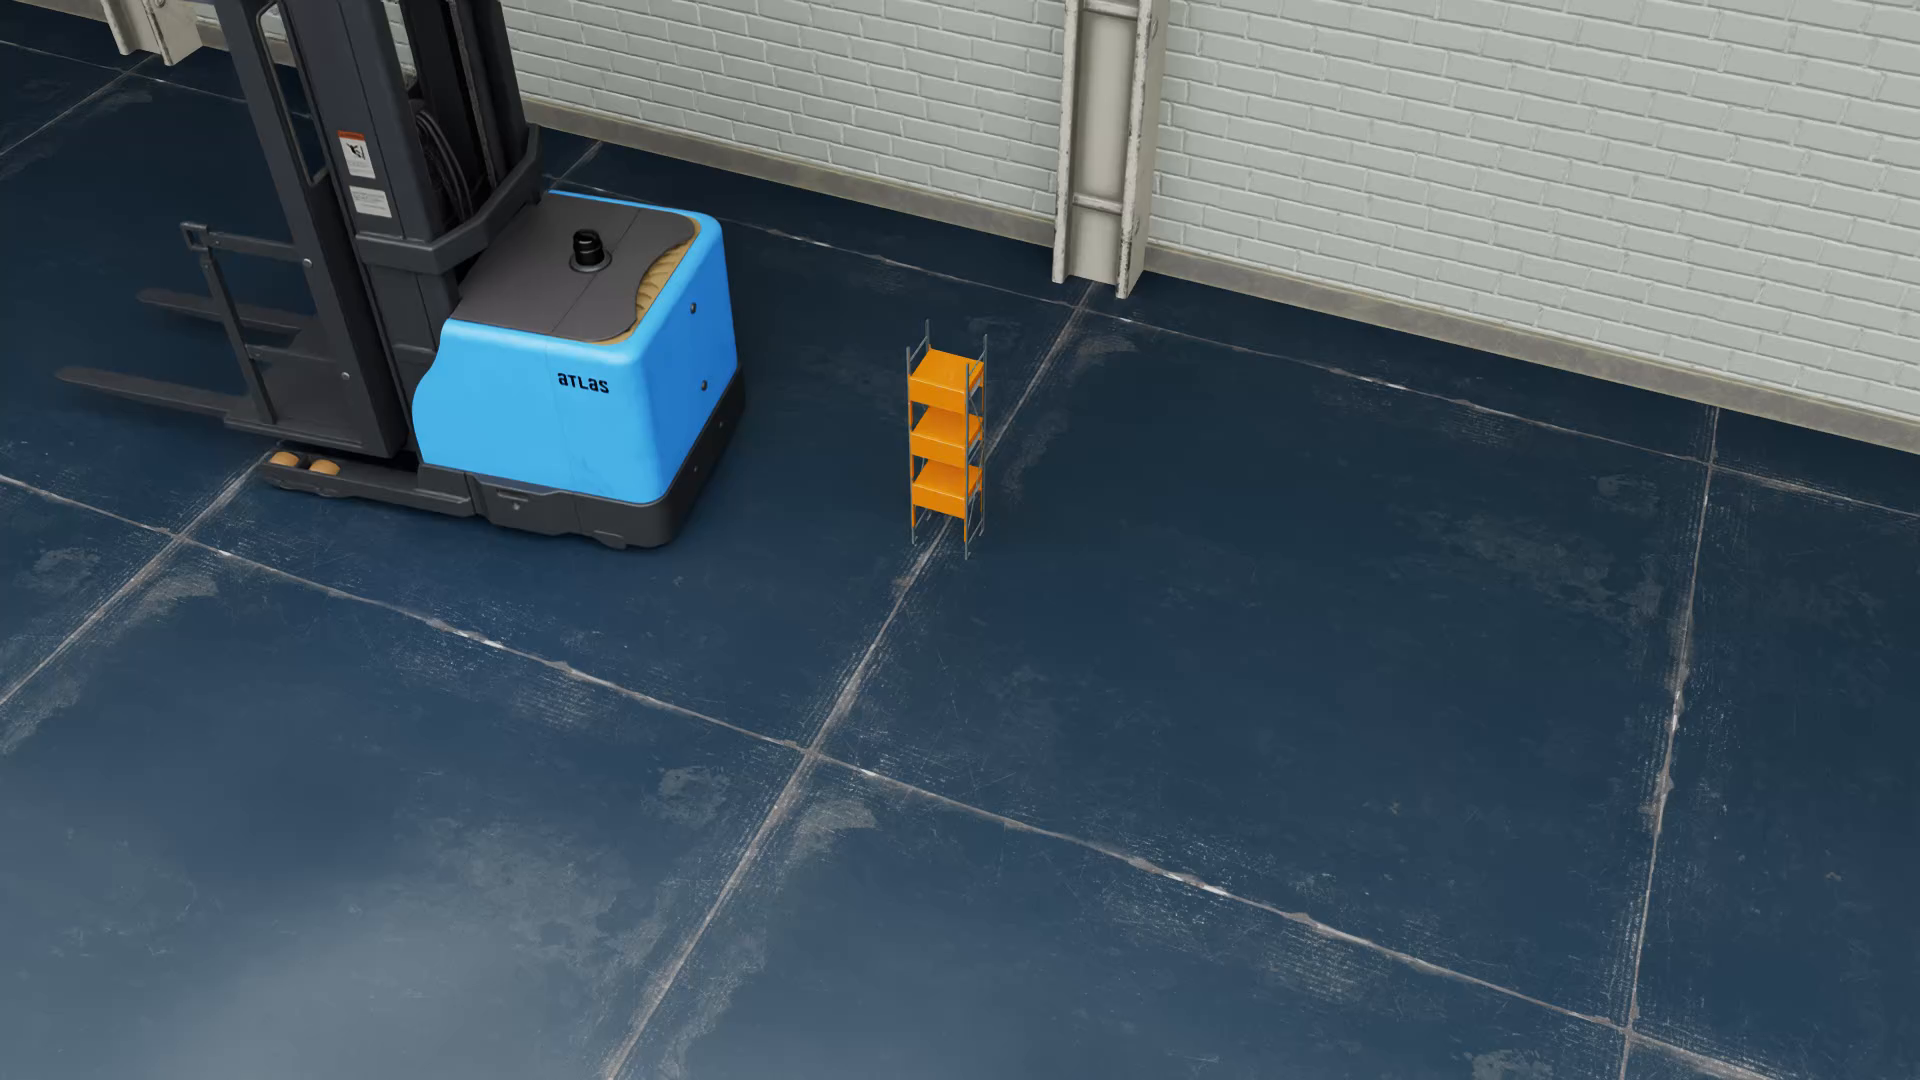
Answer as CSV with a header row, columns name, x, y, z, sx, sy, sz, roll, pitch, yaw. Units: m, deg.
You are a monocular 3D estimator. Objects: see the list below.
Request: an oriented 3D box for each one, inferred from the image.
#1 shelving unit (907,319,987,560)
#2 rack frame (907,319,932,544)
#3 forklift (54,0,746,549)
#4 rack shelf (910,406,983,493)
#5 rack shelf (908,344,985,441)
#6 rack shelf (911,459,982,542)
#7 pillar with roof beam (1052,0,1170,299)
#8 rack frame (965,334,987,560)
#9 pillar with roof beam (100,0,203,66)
name,x,y,z,sx,sy,sz,roll,pitch,yaw
shelving unit,-0.049,-0.387,6.733,0.252,1.050,0.215,16,47,16
rack frame,-0.162,-0.420,6.767,0.008,1.050,0.200,16,47,16
forklift,-2.553,-1.575,6.594,3.031,2.935,1.130,11,46,11
rack shelf,-0.049,-0.379,6.741,0.240,0.259,0.215,16,47,16
rack shelf,-0.049,-0.580,6.541,0.240,0.259,0.215,16,47,16
rack shelf,-0.049,-0.182,6.937,0.240,0.259,0.215,16,47,16
pillar with roof beam,-0.953,-1.743,2.461,0.400,9.000,9.100,16,47,16
rack frame,0.063,-0.354,6.700,0.008,1.050,0.200,16,47,16
pillar with roof beam,-6.491,-3.372,4.098,0.400,9.000,9.100,16,47,16
